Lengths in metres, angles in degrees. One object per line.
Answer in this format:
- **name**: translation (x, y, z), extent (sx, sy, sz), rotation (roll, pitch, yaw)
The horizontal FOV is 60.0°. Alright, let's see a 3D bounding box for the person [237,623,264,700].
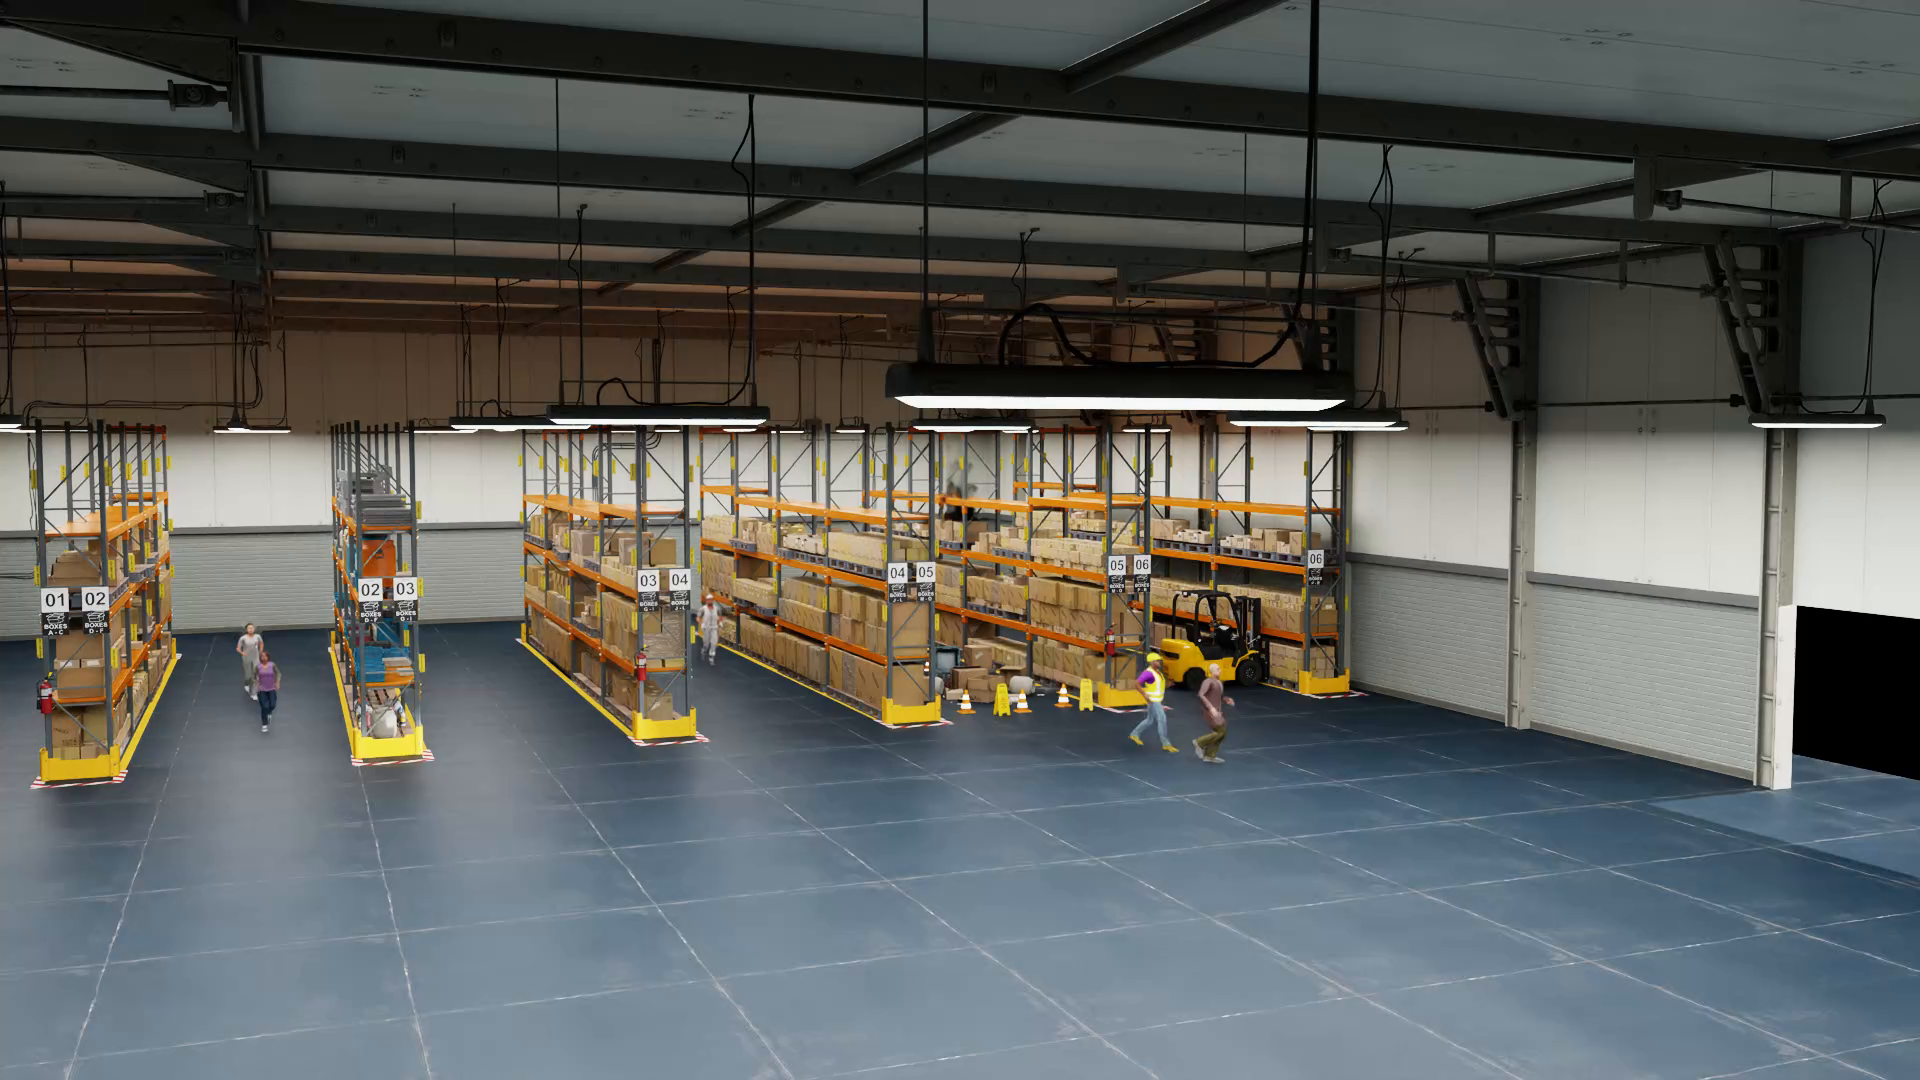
- **person**: translation (-15.473, 2.633, 36.296), extent (0.573, 1.659, 0.874), rotation (-2, 4, -32)

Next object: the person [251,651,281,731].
- **person**: translation (-13.483, 2.934, 32.333), extent (0.546, 1.562, 0.545), rotation (-2, 4, -27)

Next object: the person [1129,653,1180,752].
- **person**: translation (3.526, 2.925, 30.146), extent (0.969, 1.767, 0.694), rotation (1, 4, 20)

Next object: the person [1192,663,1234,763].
- **person**: translation (4.458, 3.031, 29.193), extent (0.673, 1.747, 0.700), rotation (2, 4, 24)

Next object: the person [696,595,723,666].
- **person**: translation (-6.265, 2.245, 41.659), extent (0.683, 1.771, 0.717), rotation (-2, 4, -23)
